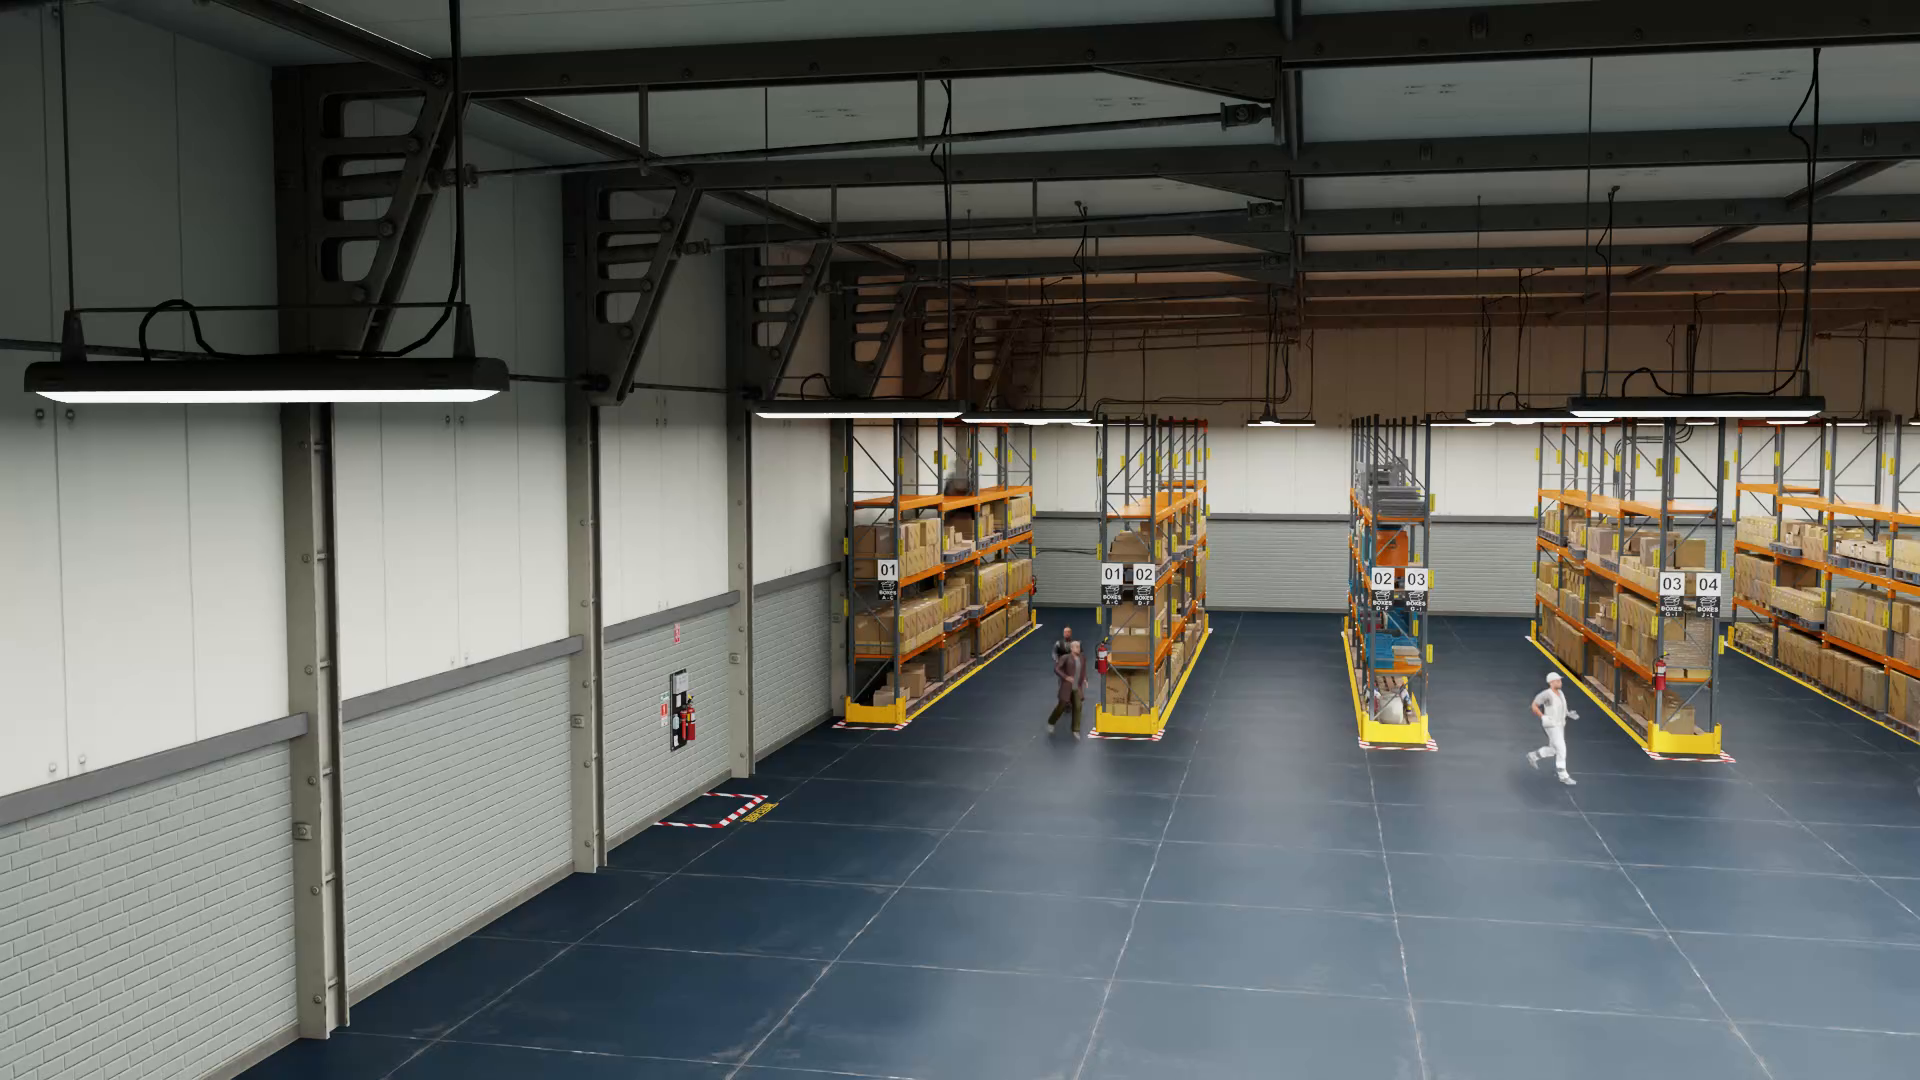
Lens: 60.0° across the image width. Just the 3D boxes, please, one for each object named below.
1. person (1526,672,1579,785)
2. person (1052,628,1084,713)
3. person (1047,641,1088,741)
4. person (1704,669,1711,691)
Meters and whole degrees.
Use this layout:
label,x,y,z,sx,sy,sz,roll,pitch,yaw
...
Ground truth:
label,x,y,z,sx,sy,sz,roll,pitch,yaw
person,9.616,3.040,27.030,0.656,1.785,0.930,-3,5,-42
person,2.195,2.634,33.871,0.661,1.708,0.792,0,4,7
person,2.104,2.771,30.962,0.762,1.773,1.020,-2,4,-23
person,16.350,2.436,36.706,0.598,1.753,0.777,1,4,8
